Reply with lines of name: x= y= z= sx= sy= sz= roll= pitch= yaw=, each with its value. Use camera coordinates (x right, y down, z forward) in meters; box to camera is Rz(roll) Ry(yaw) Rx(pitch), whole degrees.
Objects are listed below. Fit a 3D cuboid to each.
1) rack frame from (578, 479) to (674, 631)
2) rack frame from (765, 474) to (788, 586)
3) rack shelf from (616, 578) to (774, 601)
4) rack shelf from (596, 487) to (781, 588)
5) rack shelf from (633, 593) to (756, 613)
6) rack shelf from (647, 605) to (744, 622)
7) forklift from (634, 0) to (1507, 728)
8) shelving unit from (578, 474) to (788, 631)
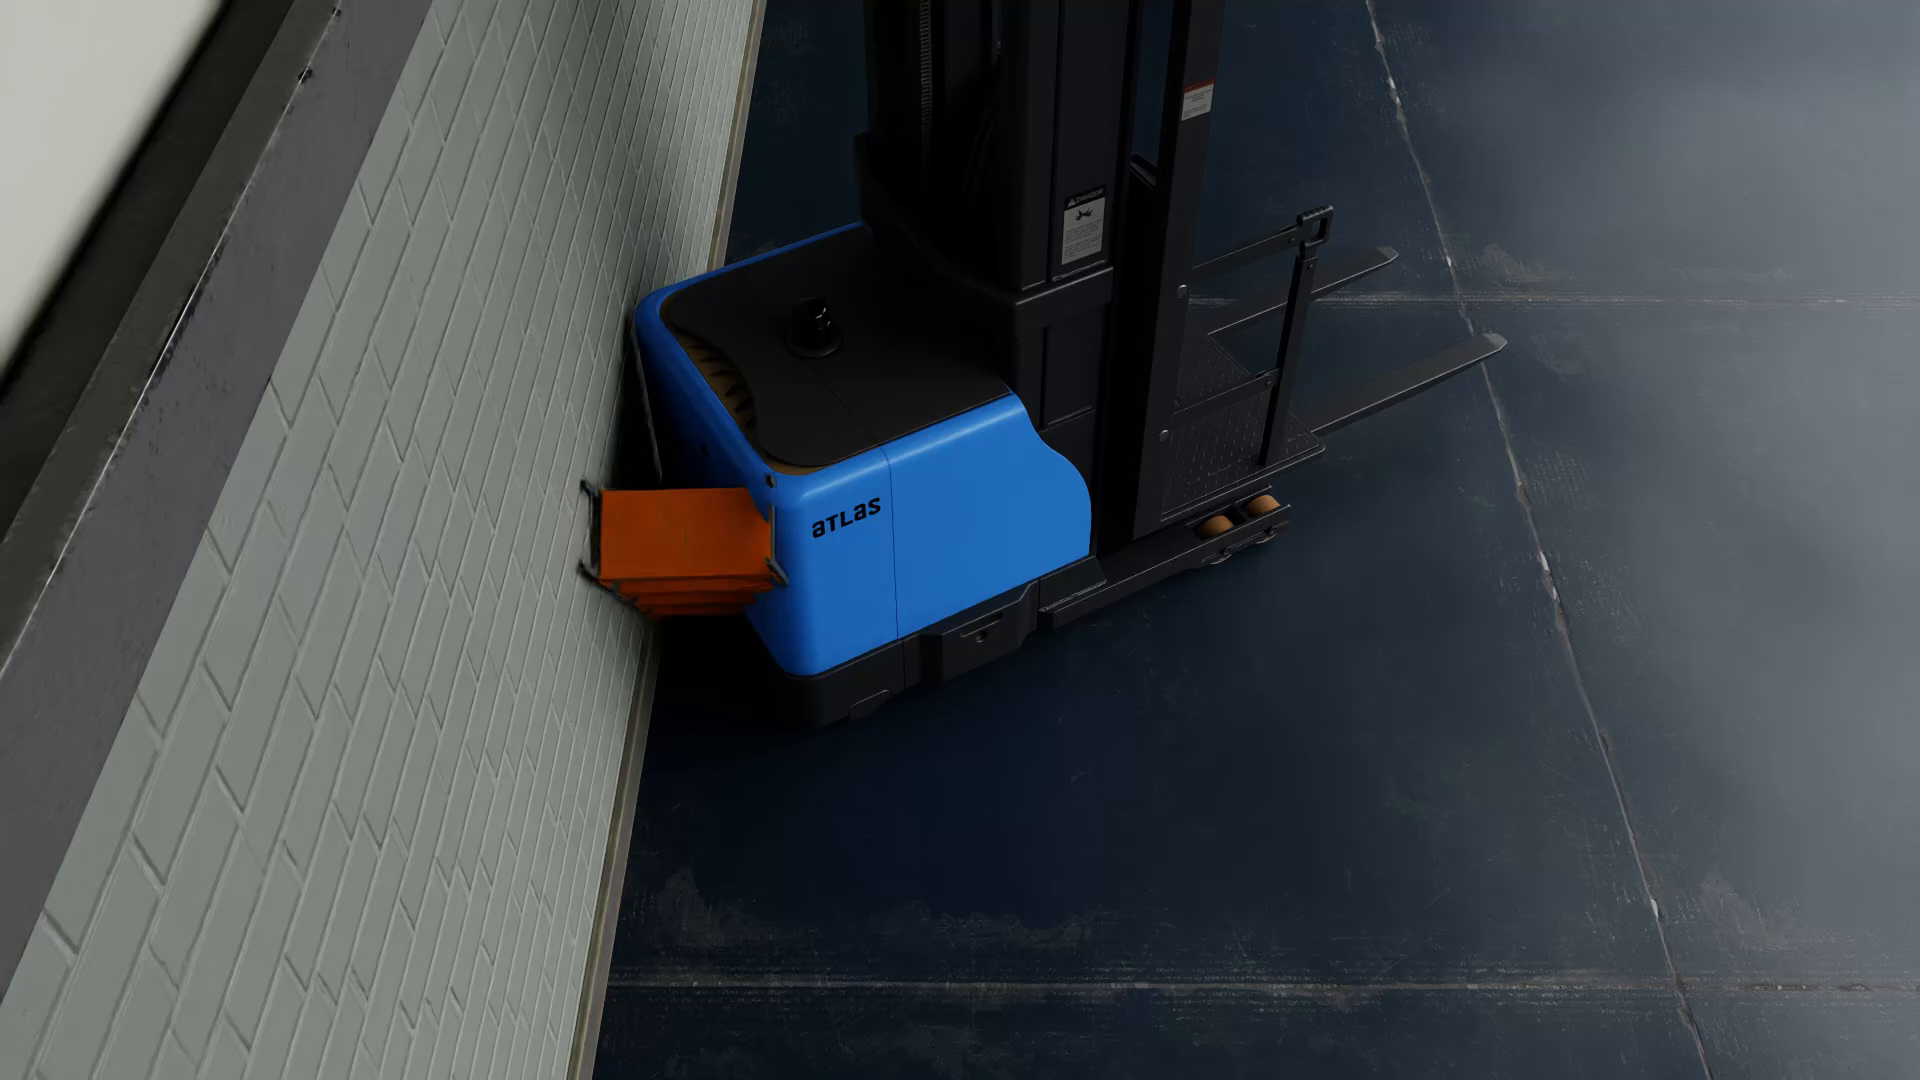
rack frame: x=-0.972 y=0.073 z=4.935 sx=0.015 sy=1.200 sz=0.240 roll=-2 pitch=79 yaw=1
rack frame: x=-0.484 y=0.059 z=4.925 sx=0.015 sy=1.200 sz=0.240 roll=-2 pitch=79 yaw=1
rack shelf: x=-0.732 y=0.037 z=4.777 sx=0.480 sy=0.148 sz=0.258 roll=-2 pitch=79 yaw=1
rack shelf: x=-0.738 y=-0.009 z=4.545 sx=0.480 sy=0.148 sz=0.258 roll=-2 pitch=79 yaw=1
rack shelf: x=-0.727 y=0.079 z=4.996 sx=0.480 sy=0.148 sz=0.258 roll=-2 pitch=79 yaw=1
rack shelf: x=-0.721 y=0.117 z=5.191 sx=0.480 sy=0.148 sz=0.258 roll=-2 pitch=79 yaw=1
forklift: x=0.544 y=-1.230 z=4.892 sx=3.031 sy=2.935 sz=1.130 roll=-23 pitch=51 yaw=-20
shelving unit: x=-0.728 y=0.066 z=4.930 sx=0.503 sy=1.200 sz=0.258 roll=-2 pitch=79 yaw=1
